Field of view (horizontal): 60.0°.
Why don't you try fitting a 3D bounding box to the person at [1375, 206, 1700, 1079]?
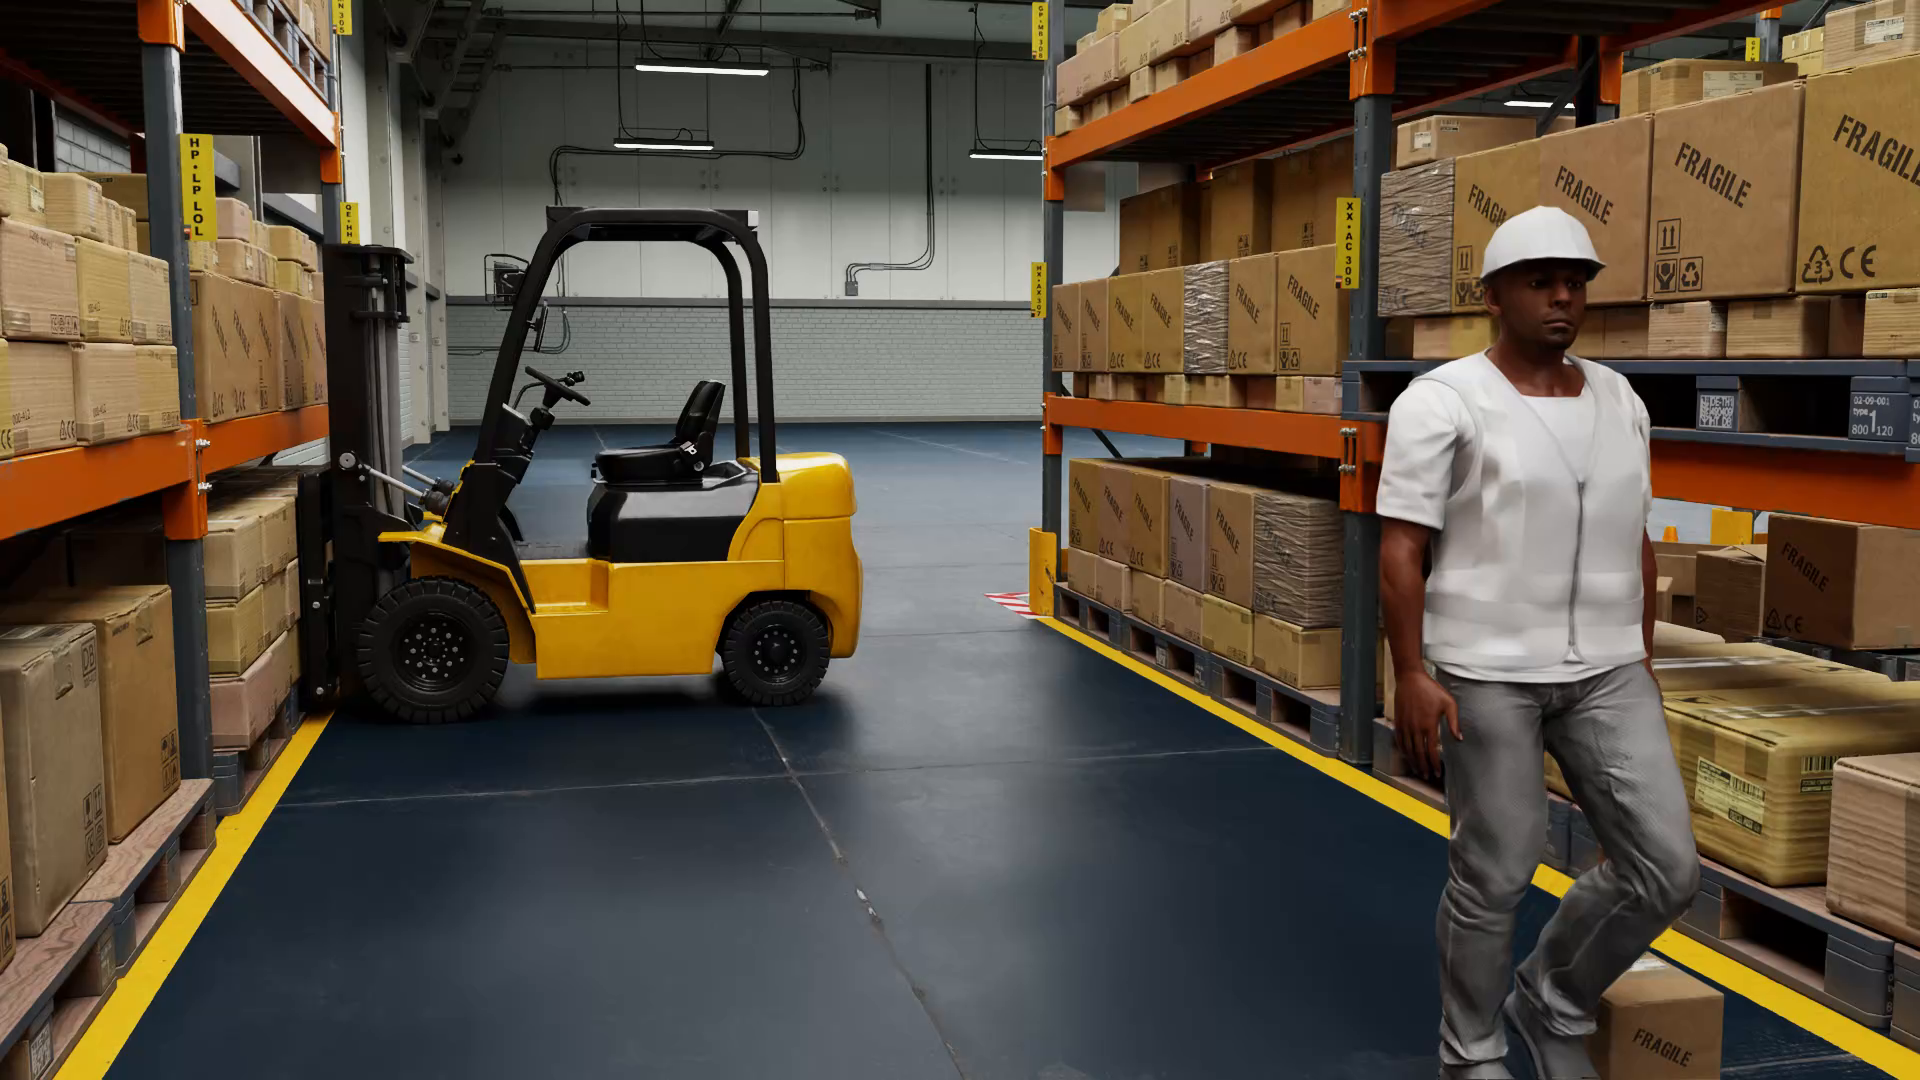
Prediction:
[{"bbox_3d":[1.108,0.271,3.157,0.609,1.790,0.460,-1,6,-10],"label":"person"}]
